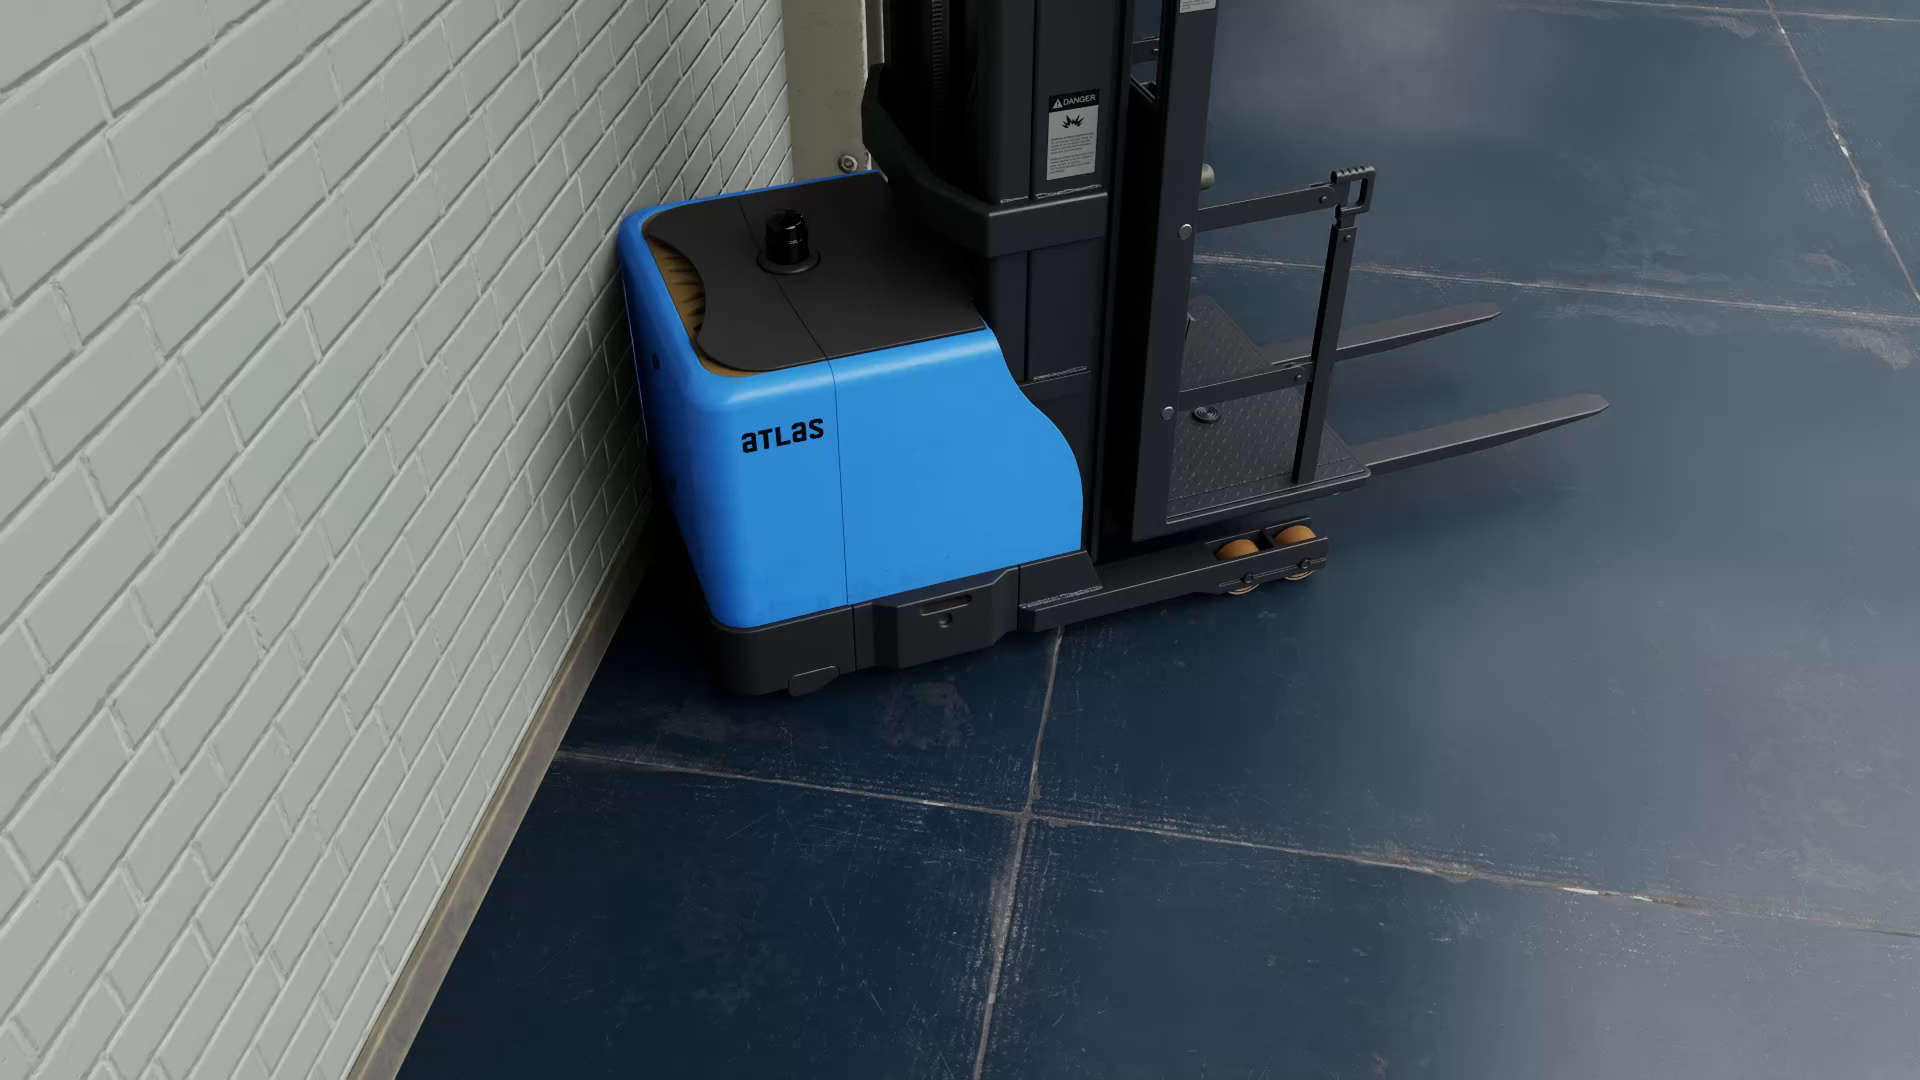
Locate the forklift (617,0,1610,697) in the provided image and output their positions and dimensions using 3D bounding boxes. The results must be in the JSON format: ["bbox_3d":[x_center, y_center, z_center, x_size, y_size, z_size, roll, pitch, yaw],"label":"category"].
[{"bbox_3d":[0.592,-1.268,4.483,3.031,2.935,1.130,-13,41,-15],"label":"forklift"}]

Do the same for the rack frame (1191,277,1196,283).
[{"bbox_3d":[0.261,-0.772,5.952,1.200,0.240,0.006,-8,40,-9],"label":"rack frame"}]

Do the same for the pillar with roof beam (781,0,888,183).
[{"bbox_3d":[3.768,-4.282,3.367,9.100,9.000,0.400,6,40,8],"label":"pillar with roof beam"}]

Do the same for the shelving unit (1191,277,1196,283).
[{"bbox_3d":[0.280,-0.715,5.883,1.200,0.258,0.189,-8,40,-9],"label":"shelving unit"}]
